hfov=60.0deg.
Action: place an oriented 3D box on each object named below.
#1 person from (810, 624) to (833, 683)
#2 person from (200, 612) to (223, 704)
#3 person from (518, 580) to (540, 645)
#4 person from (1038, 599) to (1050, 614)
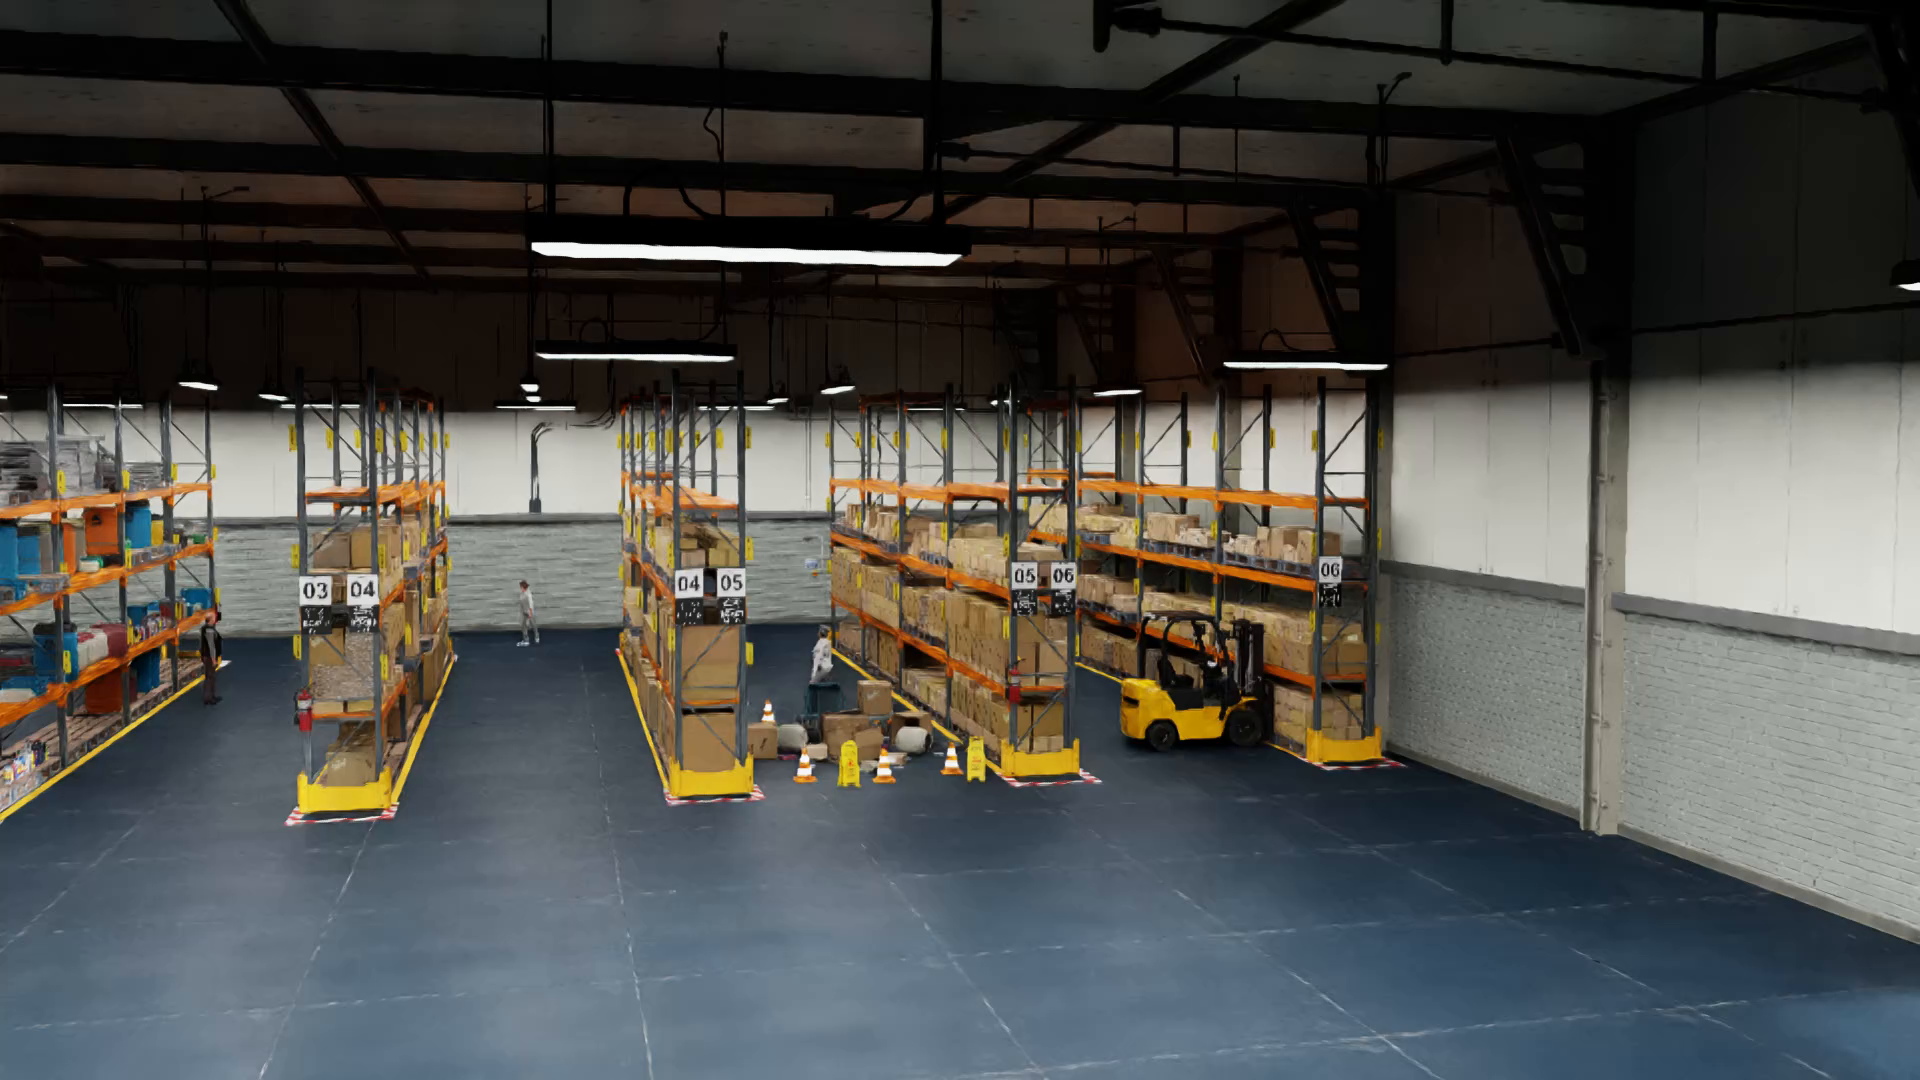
[{"bbox_3d":[-2.514,2.352,30.070,0.553,1.659,0.573,1,4,15],"label":"person"},{"bbox_3d":[-14.255,2.230,31.679,0.400,1.724,0.623,-2,4,-33],"label":"person"},{"bbox_3d":[-10.619,1.774,40.947,0.457,1.586,0.530,3,4,38],"label":"person"},{"bbox_3d":[2.166,1.559,42.817,0.660,1.760,0.380,3,5,44],"label":"person"}]
